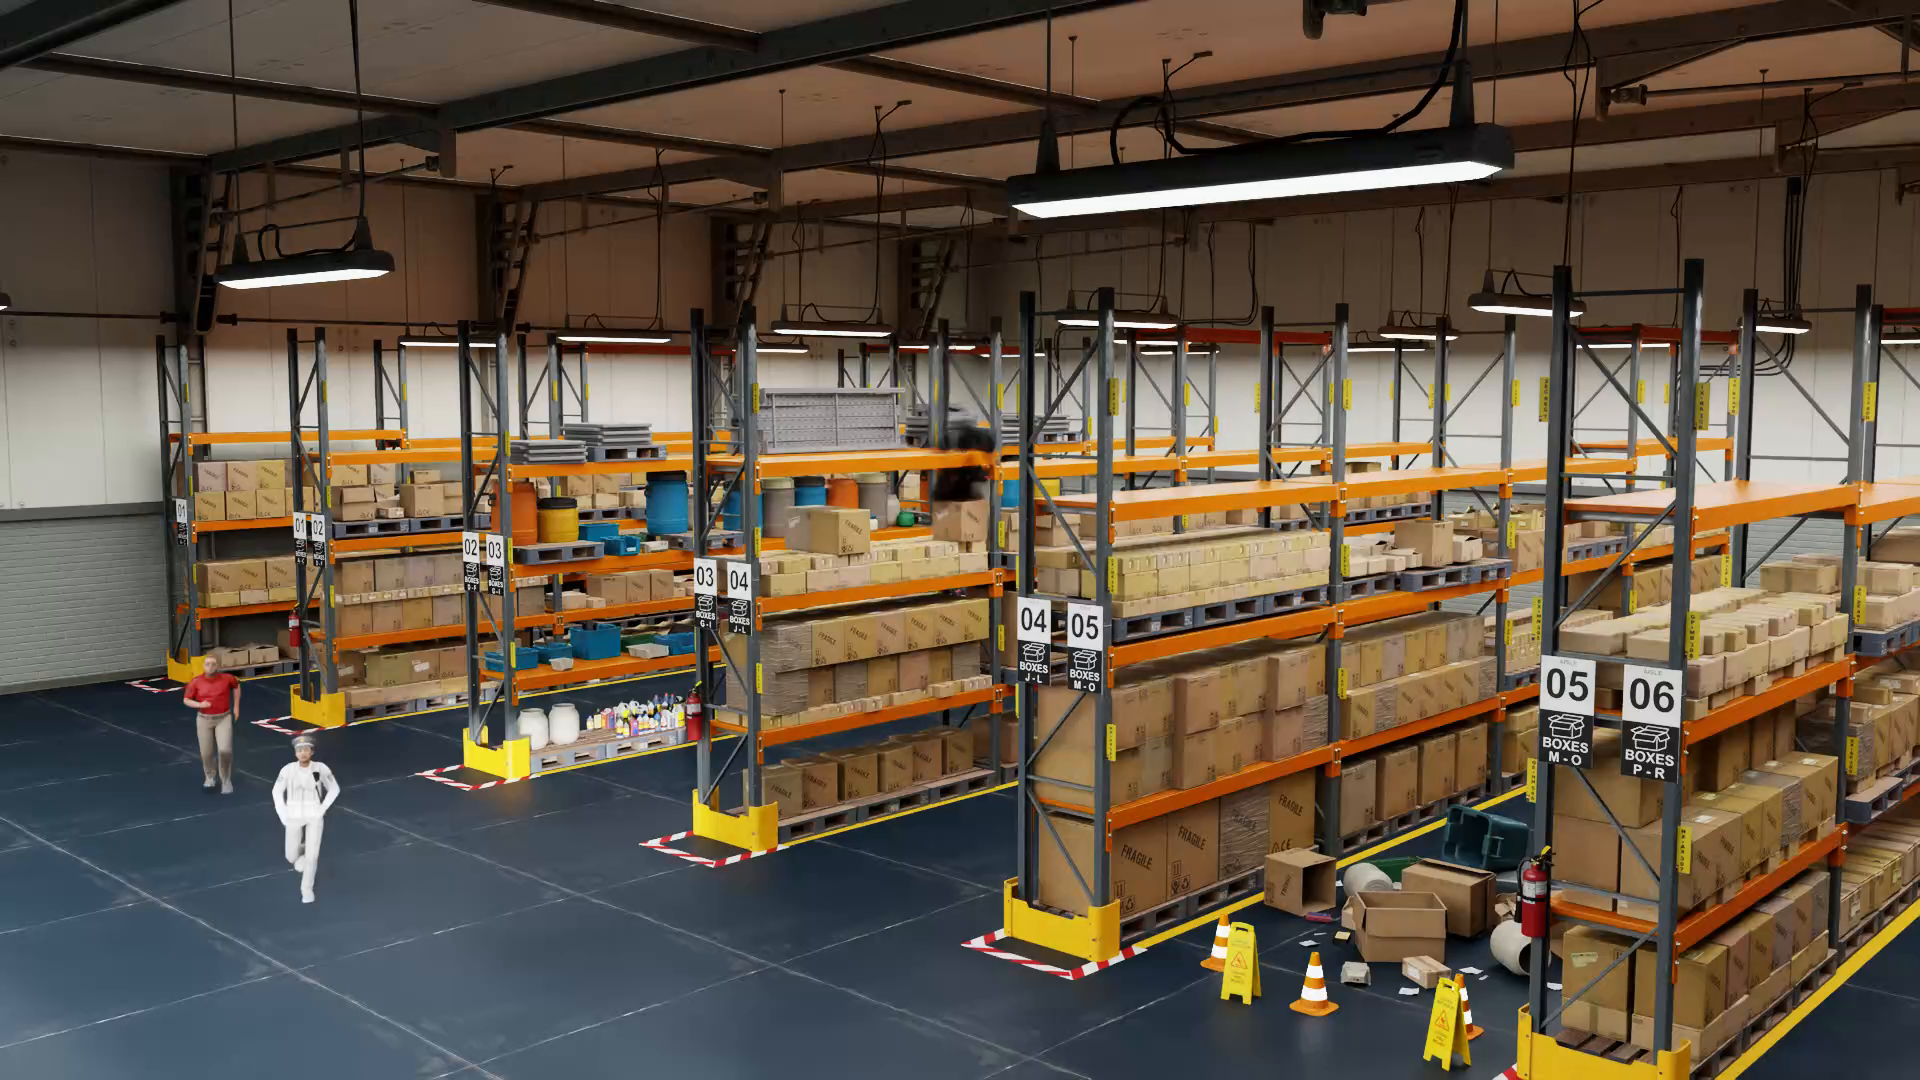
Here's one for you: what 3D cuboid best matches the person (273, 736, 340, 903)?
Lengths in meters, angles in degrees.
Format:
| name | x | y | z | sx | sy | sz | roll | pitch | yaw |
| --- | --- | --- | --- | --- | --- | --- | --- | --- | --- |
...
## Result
| name | x | y | z | sx | sy | sz | roll | pitch | yaw |
| --- | --- | --- | --- | --- | --- | --- | --- | --- | --- |
| person | -6.601 | 2.779 | 16.804 | 0.638 | 1.657 | 0.611 | -1 | 6 | -13 |

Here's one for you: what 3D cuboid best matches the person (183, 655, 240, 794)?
| name | x | y | z | sx | sy | sz | roll | pitch | yaw |
| --- | --- | --- | --- | --- | --- | --- | --- | --- | --- |
| person | -9.425 | 2.353 | 20.986 | 0.655 | 1.801 | 0.744 | -2 | 6 | -23 |
